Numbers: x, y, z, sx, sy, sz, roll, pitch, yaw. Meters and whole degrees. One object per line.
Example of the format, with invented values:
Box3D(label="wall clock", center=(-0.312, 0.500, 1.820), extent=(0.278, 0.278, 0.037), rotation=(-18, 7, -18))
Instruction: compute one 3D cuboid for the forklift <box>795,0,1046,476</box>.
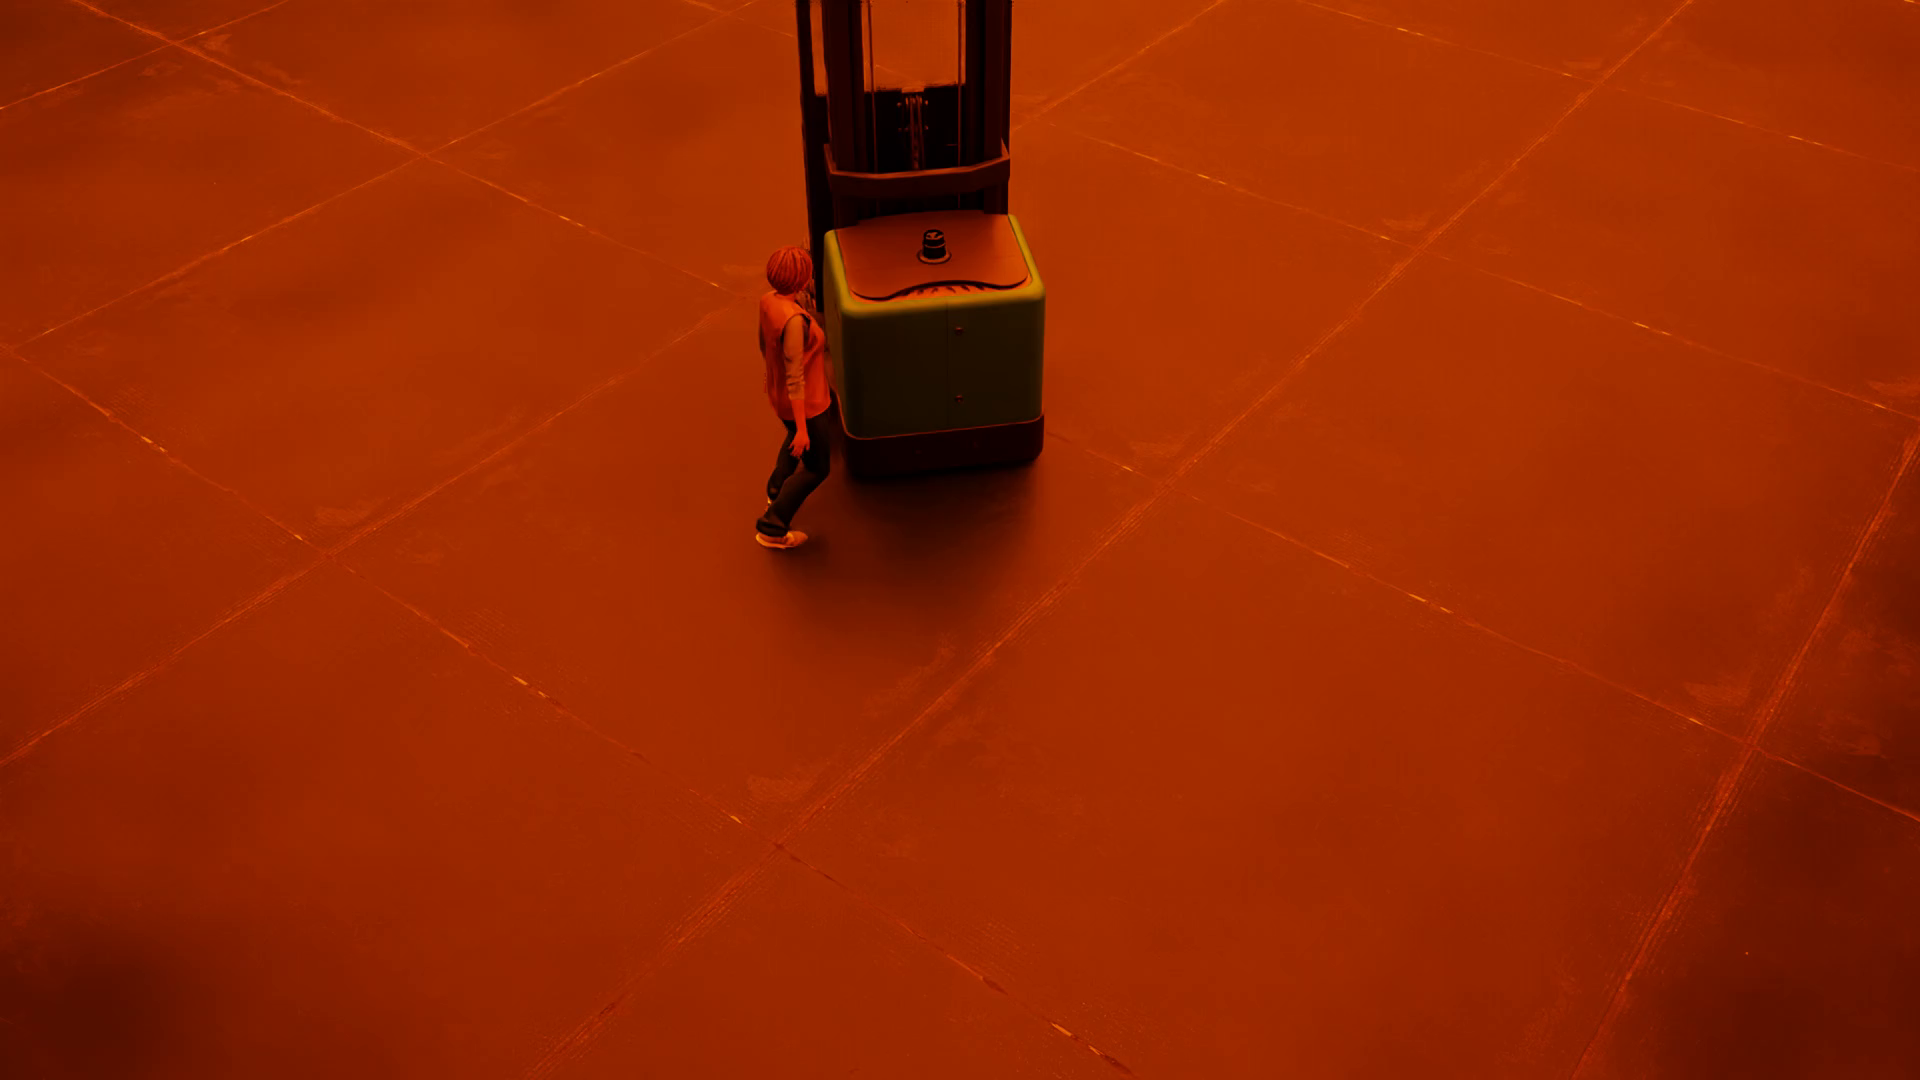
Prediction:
Box3D(label="forklift", center=(-0.324, -2.405, 8.895), extent=(1.130, 2.935, 3.031), rotation=(-7, 41, -8))

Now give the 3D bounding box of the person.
Box3D(label="person", center=(-0.844, -0.647, 7.938), extent=(0.440, 1.553, 0.747), rotation=(-13, 42, -15))
